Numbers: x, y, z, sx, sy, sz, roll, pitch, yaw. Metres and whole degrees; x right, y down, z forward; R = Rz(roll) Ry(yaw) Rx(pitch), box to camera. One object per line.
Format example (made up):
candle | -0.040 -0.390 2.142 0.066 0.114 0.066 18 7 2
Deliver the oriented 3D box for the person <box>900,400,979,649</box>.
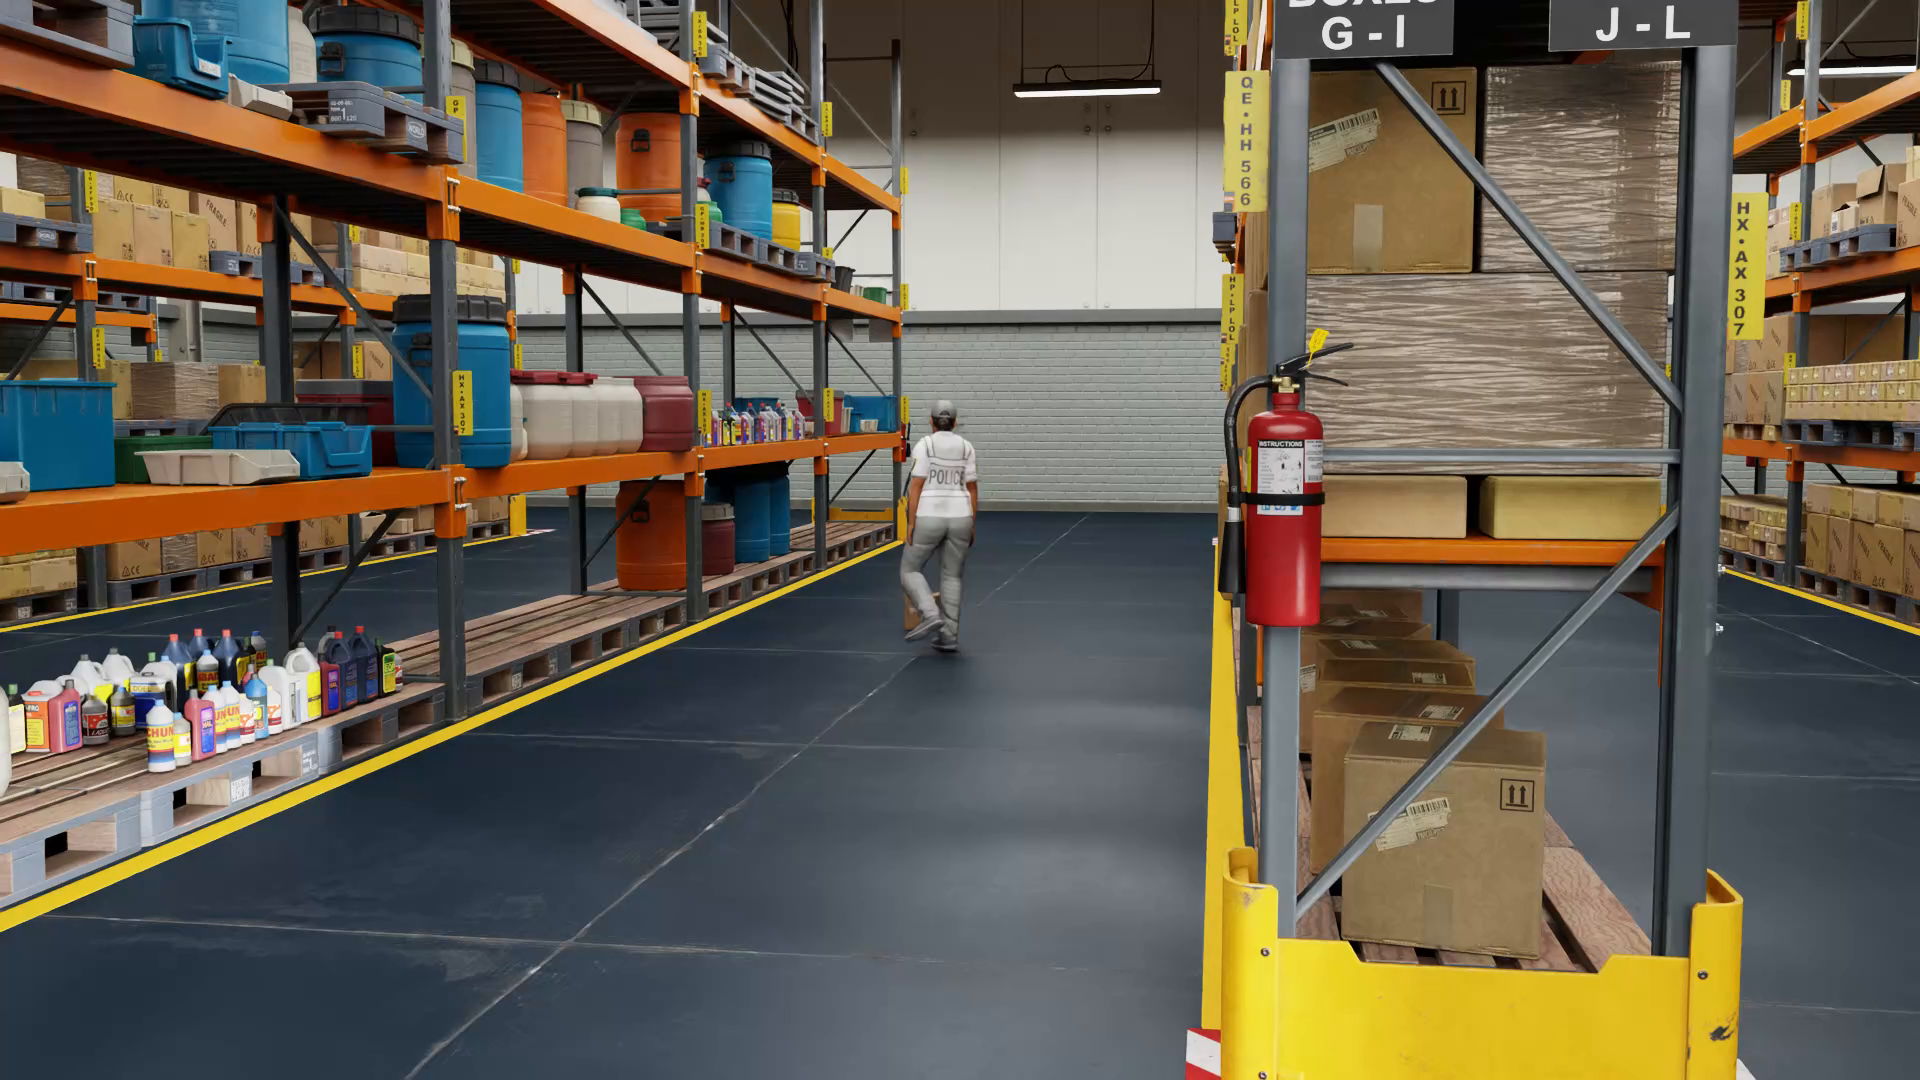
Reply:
person | -0.138 -0.097 11.047 0.559 1.660 0.521 -2 5 -24
